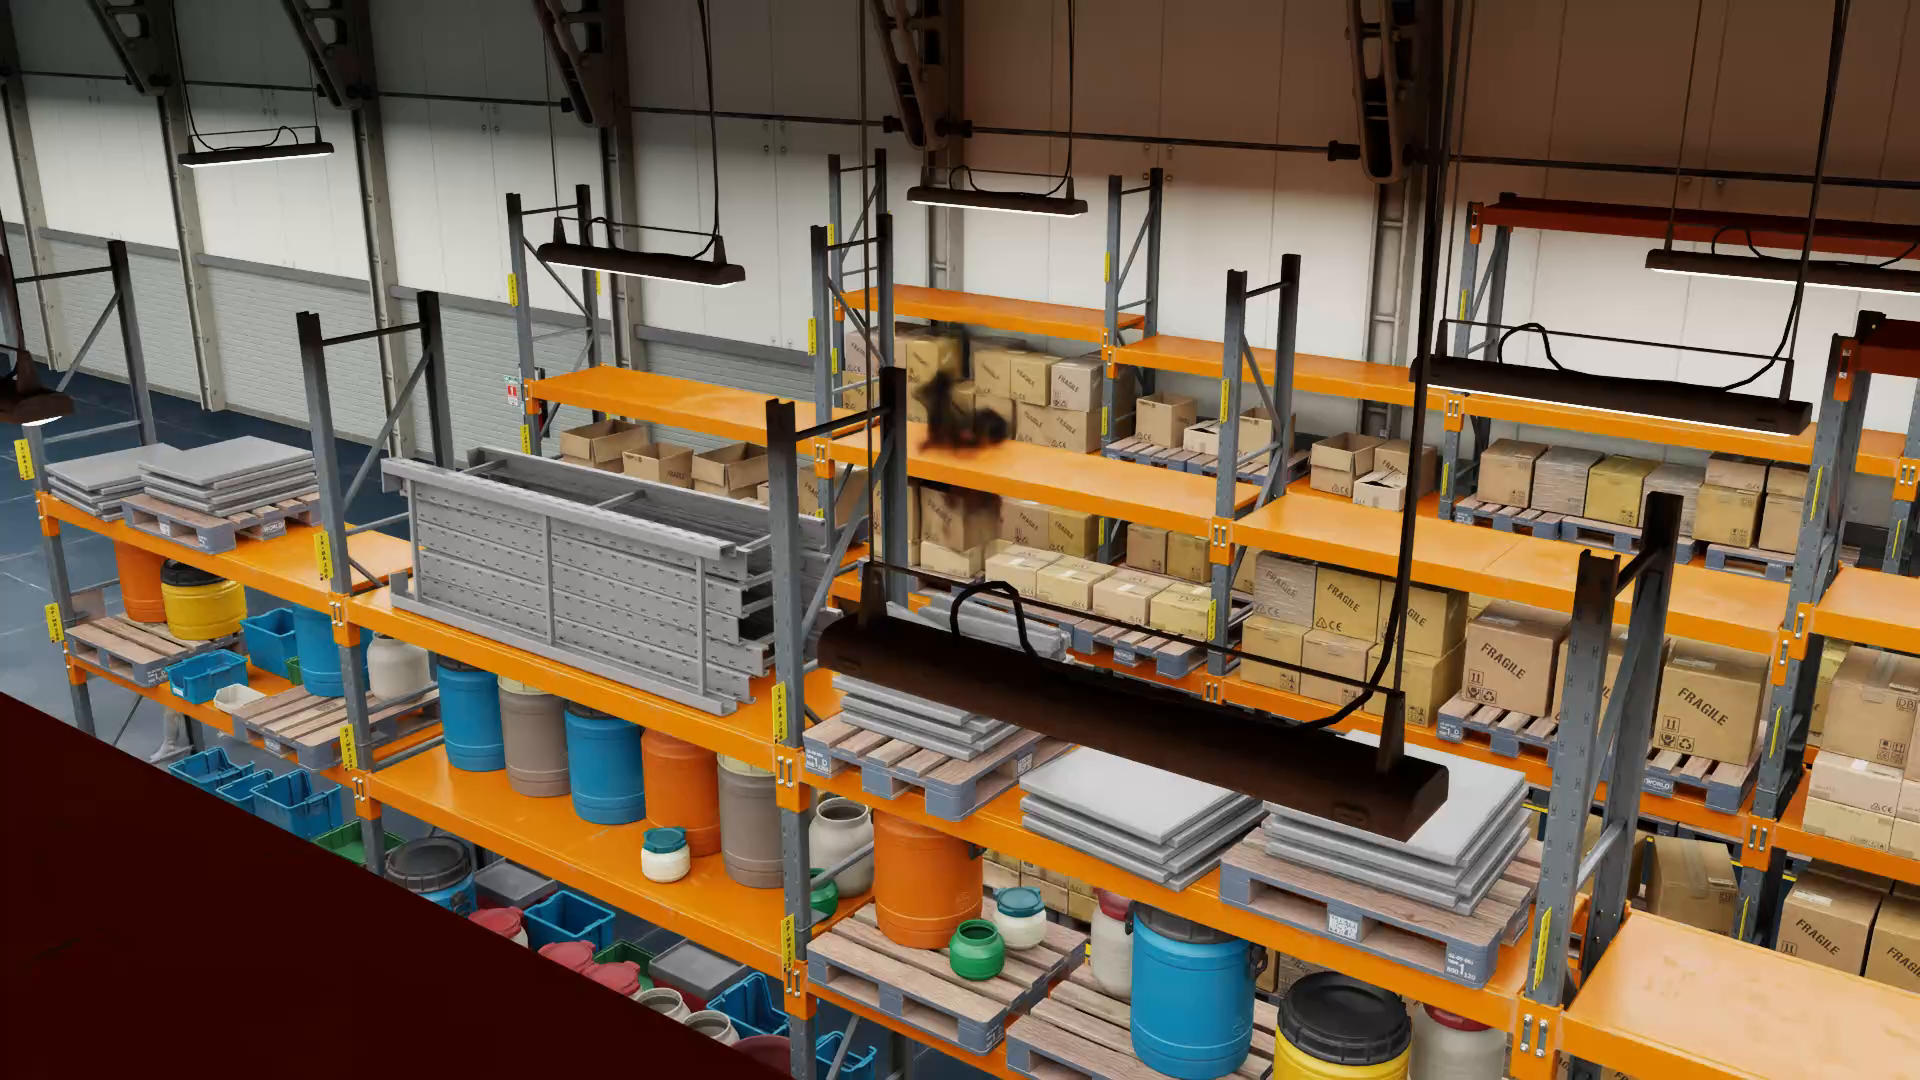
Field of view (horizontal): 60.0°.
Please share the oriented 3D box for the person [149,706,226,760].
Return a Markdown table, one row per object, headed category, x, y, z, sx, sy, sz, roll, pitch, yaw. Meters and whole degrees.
| category | x | y | z | sx | sy | sz | roll | pitch | yaw |
| --- | --- | --- | --- | --- | --- | --- | --- | --- | --- |
| person | -8.358 | 1.516 | 17.933 | 0.932 | 1.703 | 0.628 | -9 | 20 | -24 |
